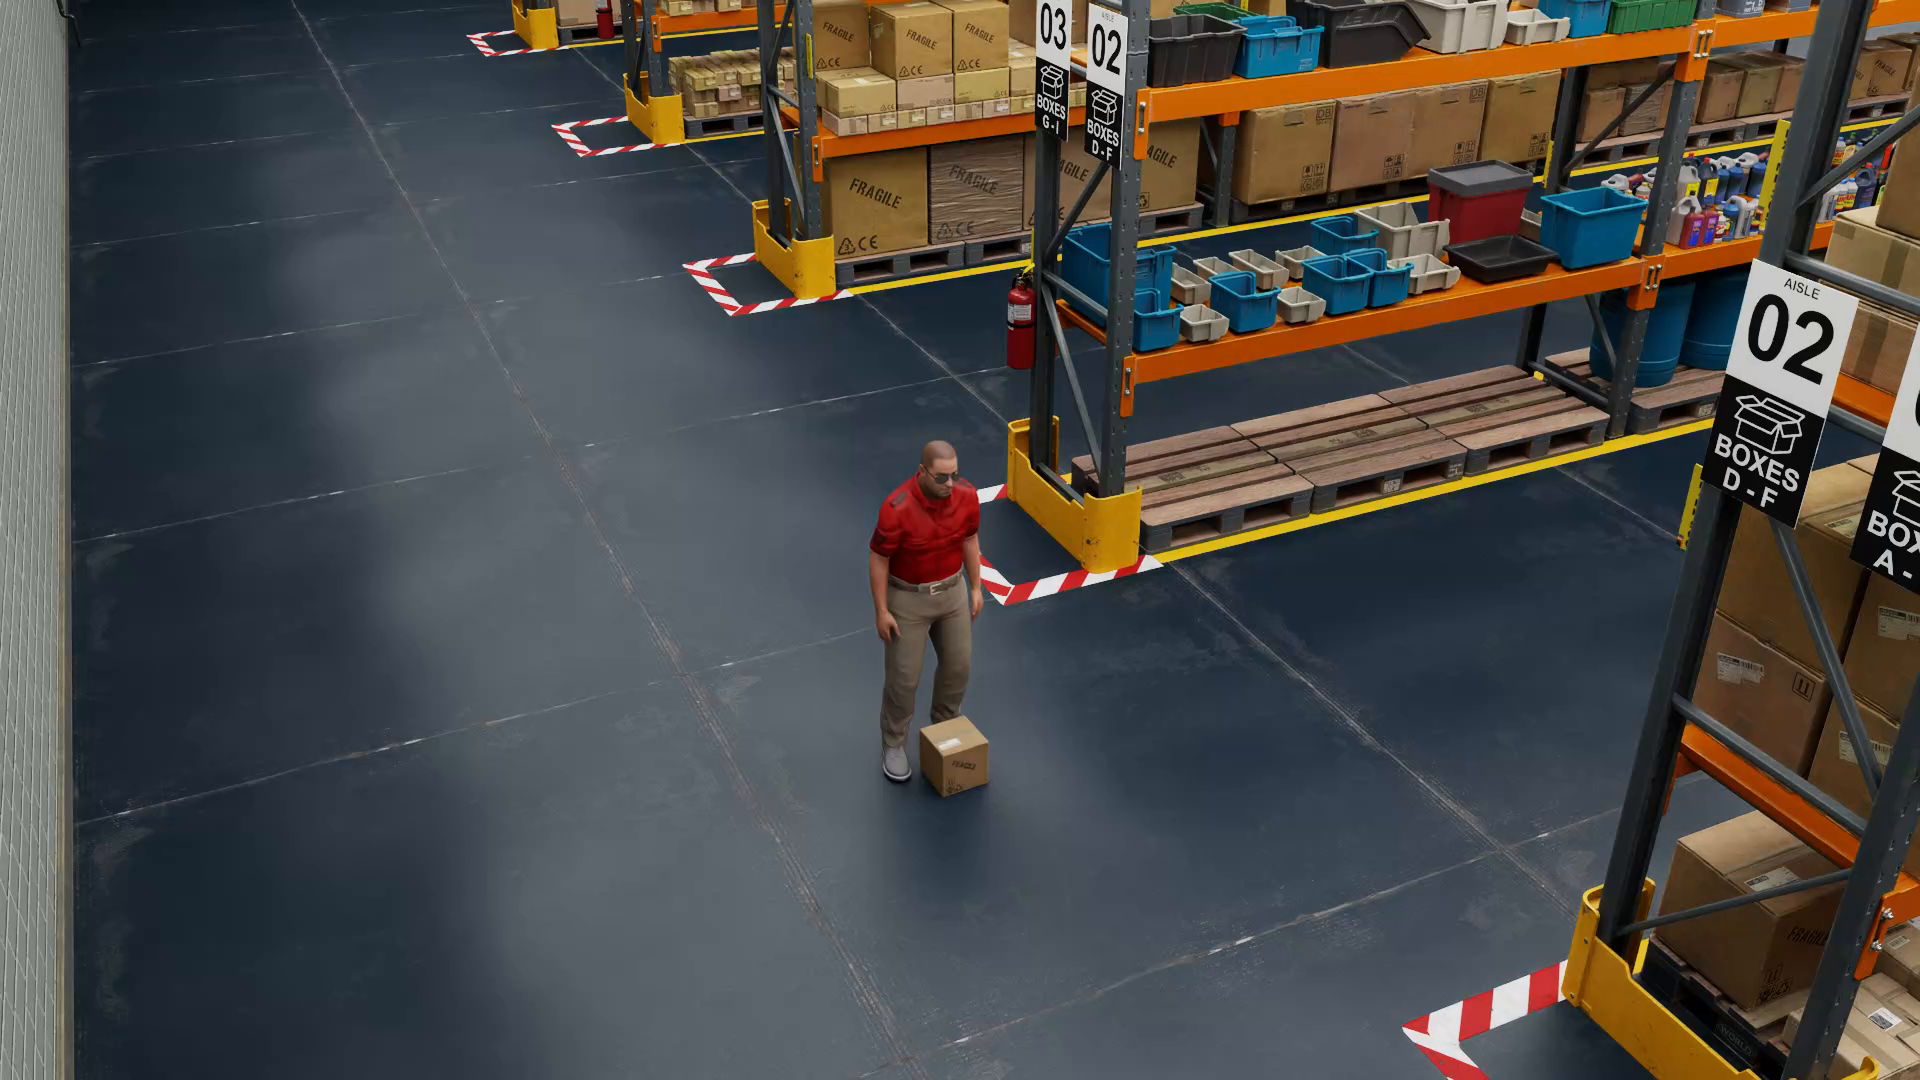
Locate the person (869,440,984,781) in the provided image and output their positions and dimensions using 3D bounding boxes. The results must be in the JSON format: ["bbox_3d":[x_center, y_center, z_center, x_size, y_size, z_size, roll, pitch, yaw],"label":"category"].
[{"bbox_3d":[-0.149,0.296,7.939,0.595,1.725,0.393,-15,32,-25],"label":"person"}]
